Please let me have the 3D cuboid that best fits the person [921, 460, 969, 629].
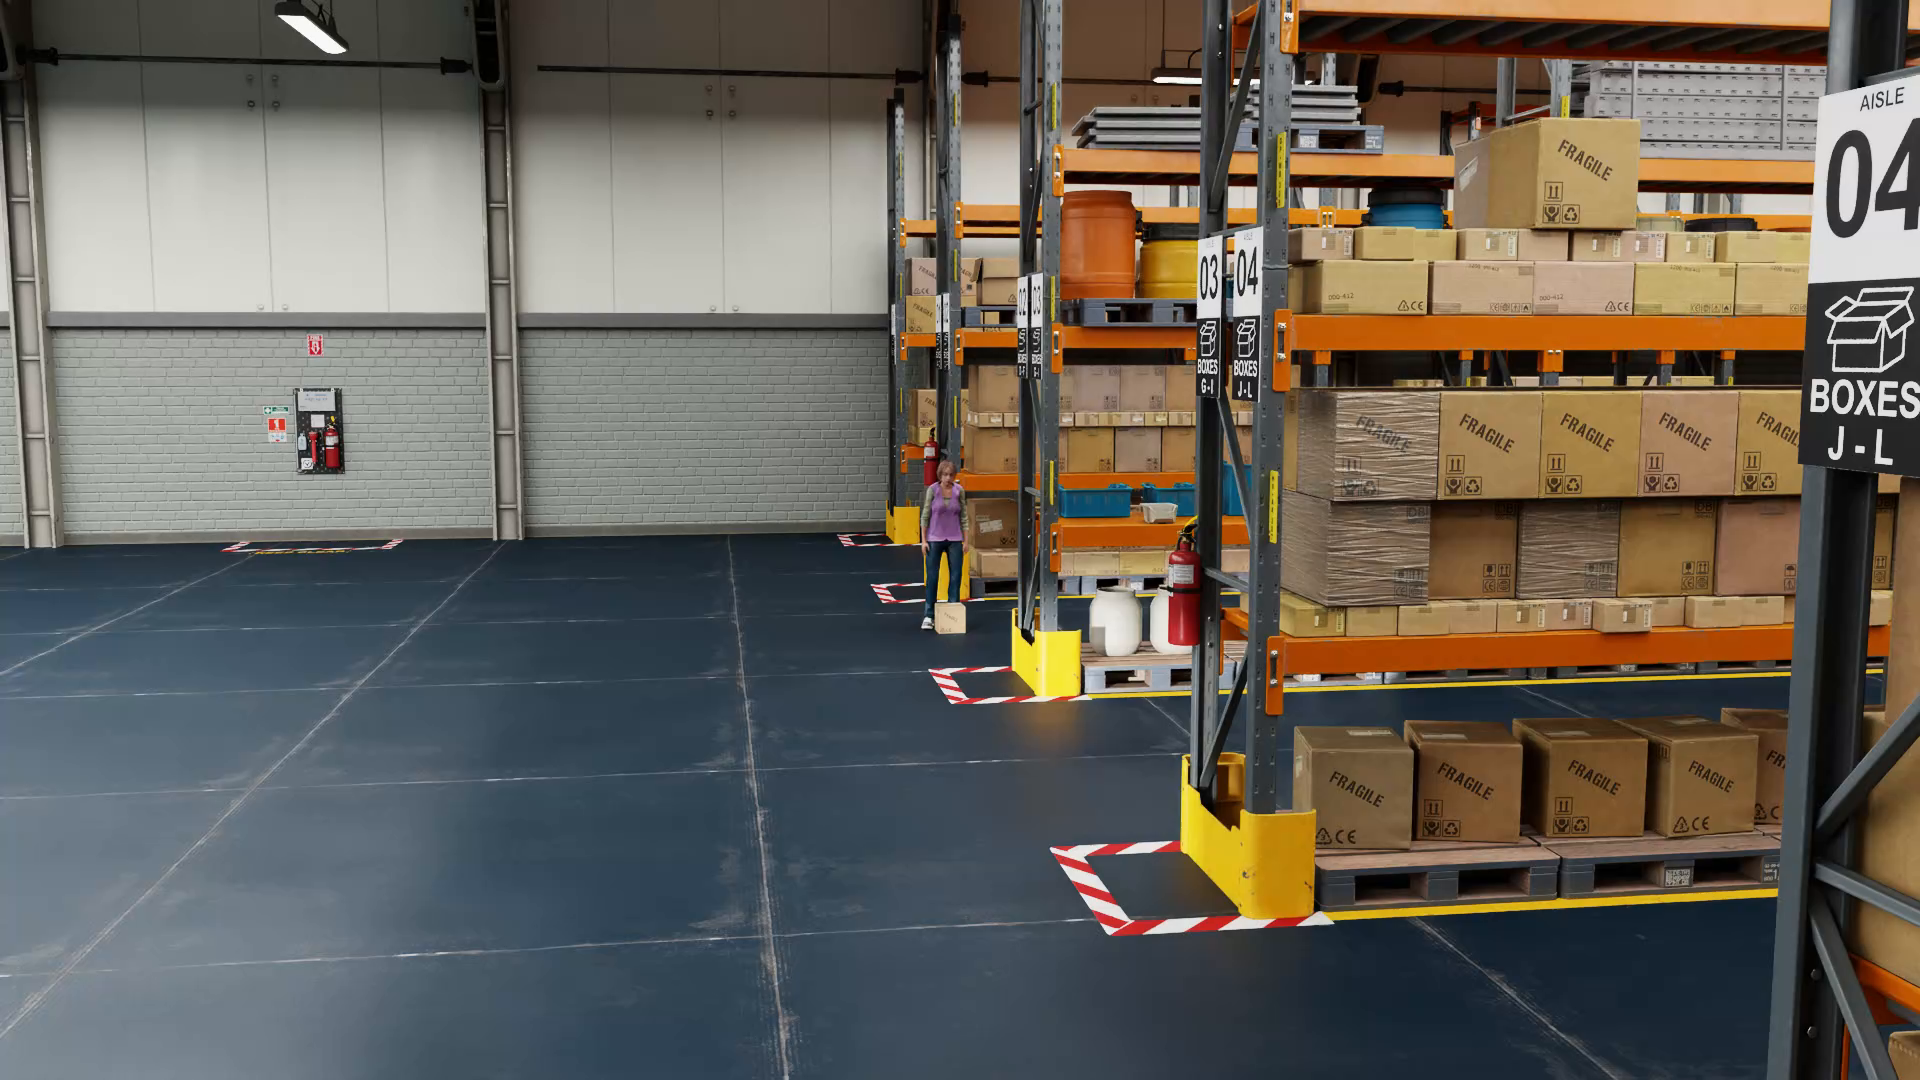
[{"bbox_3d":[-0.143,0.036,15.722,0.462,1.593,0.343,-1,7,-8],"label":"person"}]
